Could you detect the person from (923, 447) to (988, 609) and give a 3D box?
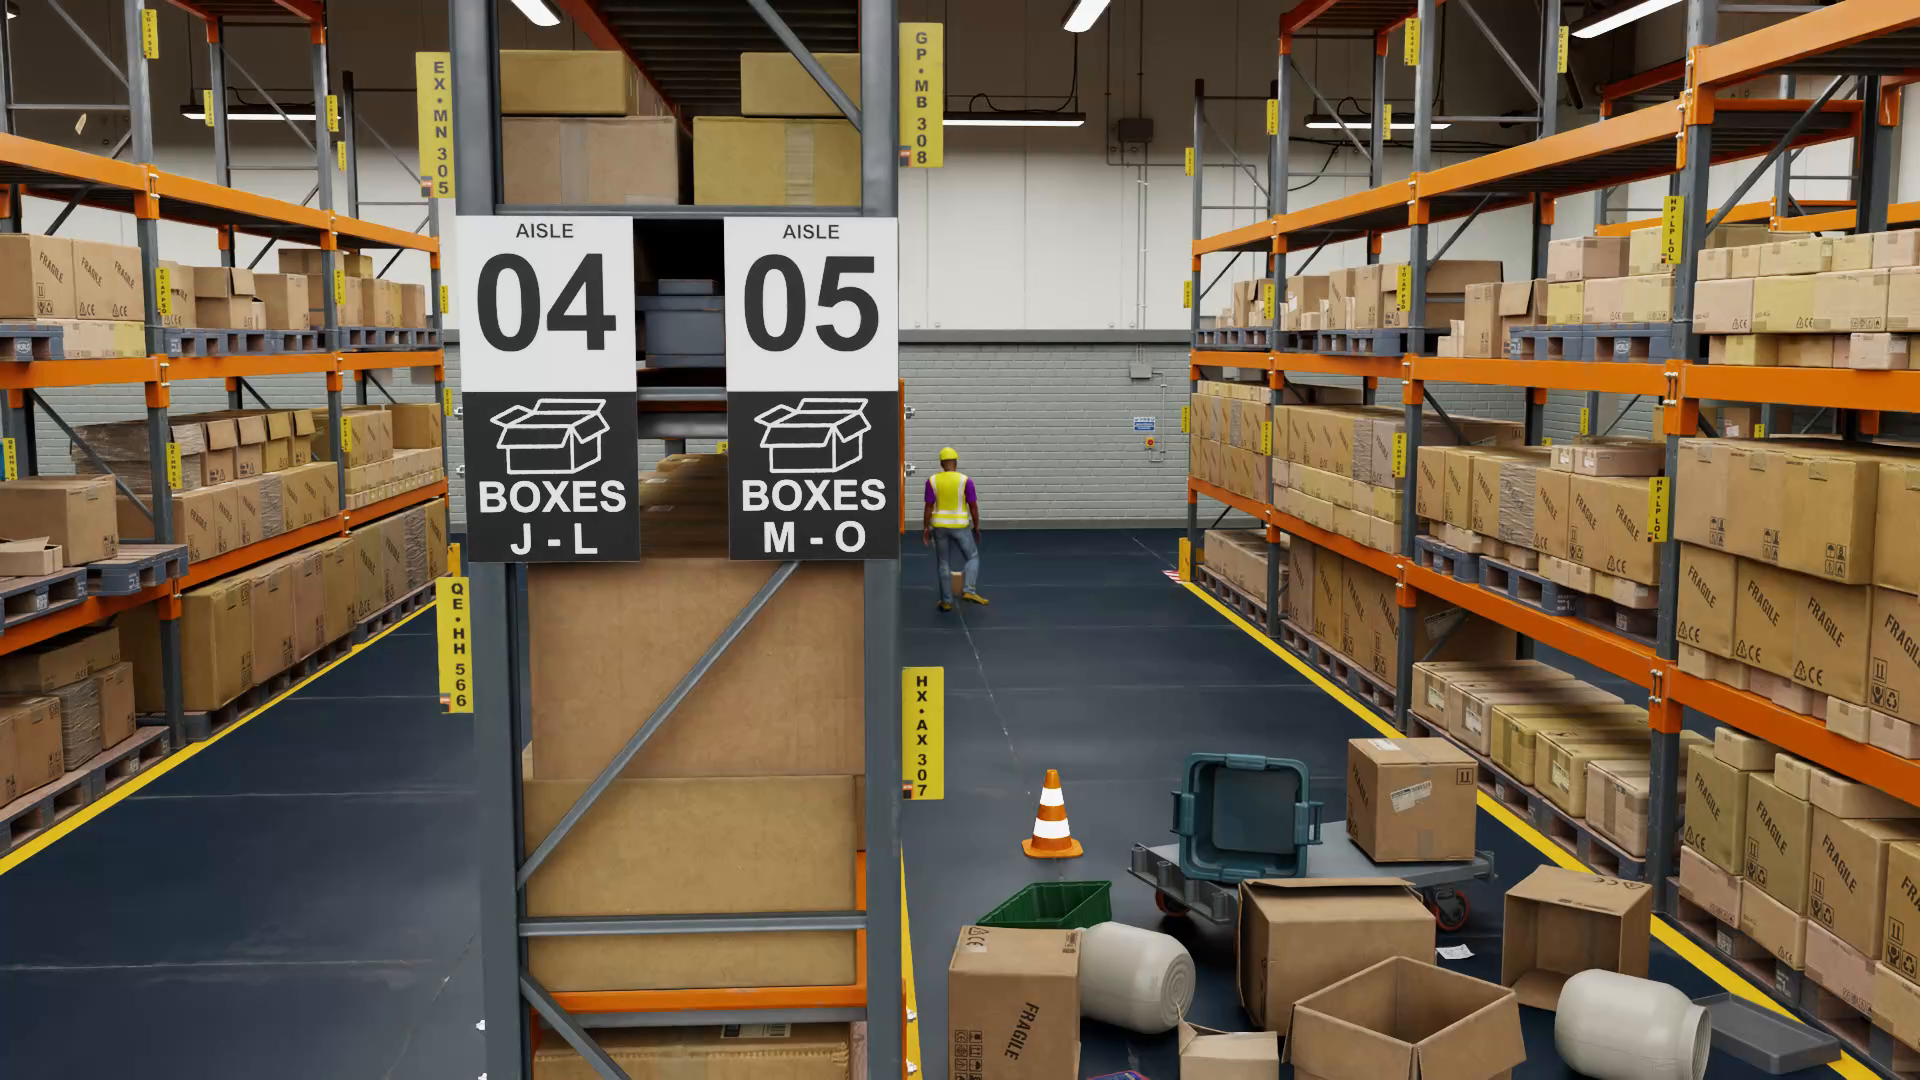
[{"bbox_3d":[-0.039,-0.124,18.079,0.733,1.758,0.524,1,7,9],"label":"person"}]
